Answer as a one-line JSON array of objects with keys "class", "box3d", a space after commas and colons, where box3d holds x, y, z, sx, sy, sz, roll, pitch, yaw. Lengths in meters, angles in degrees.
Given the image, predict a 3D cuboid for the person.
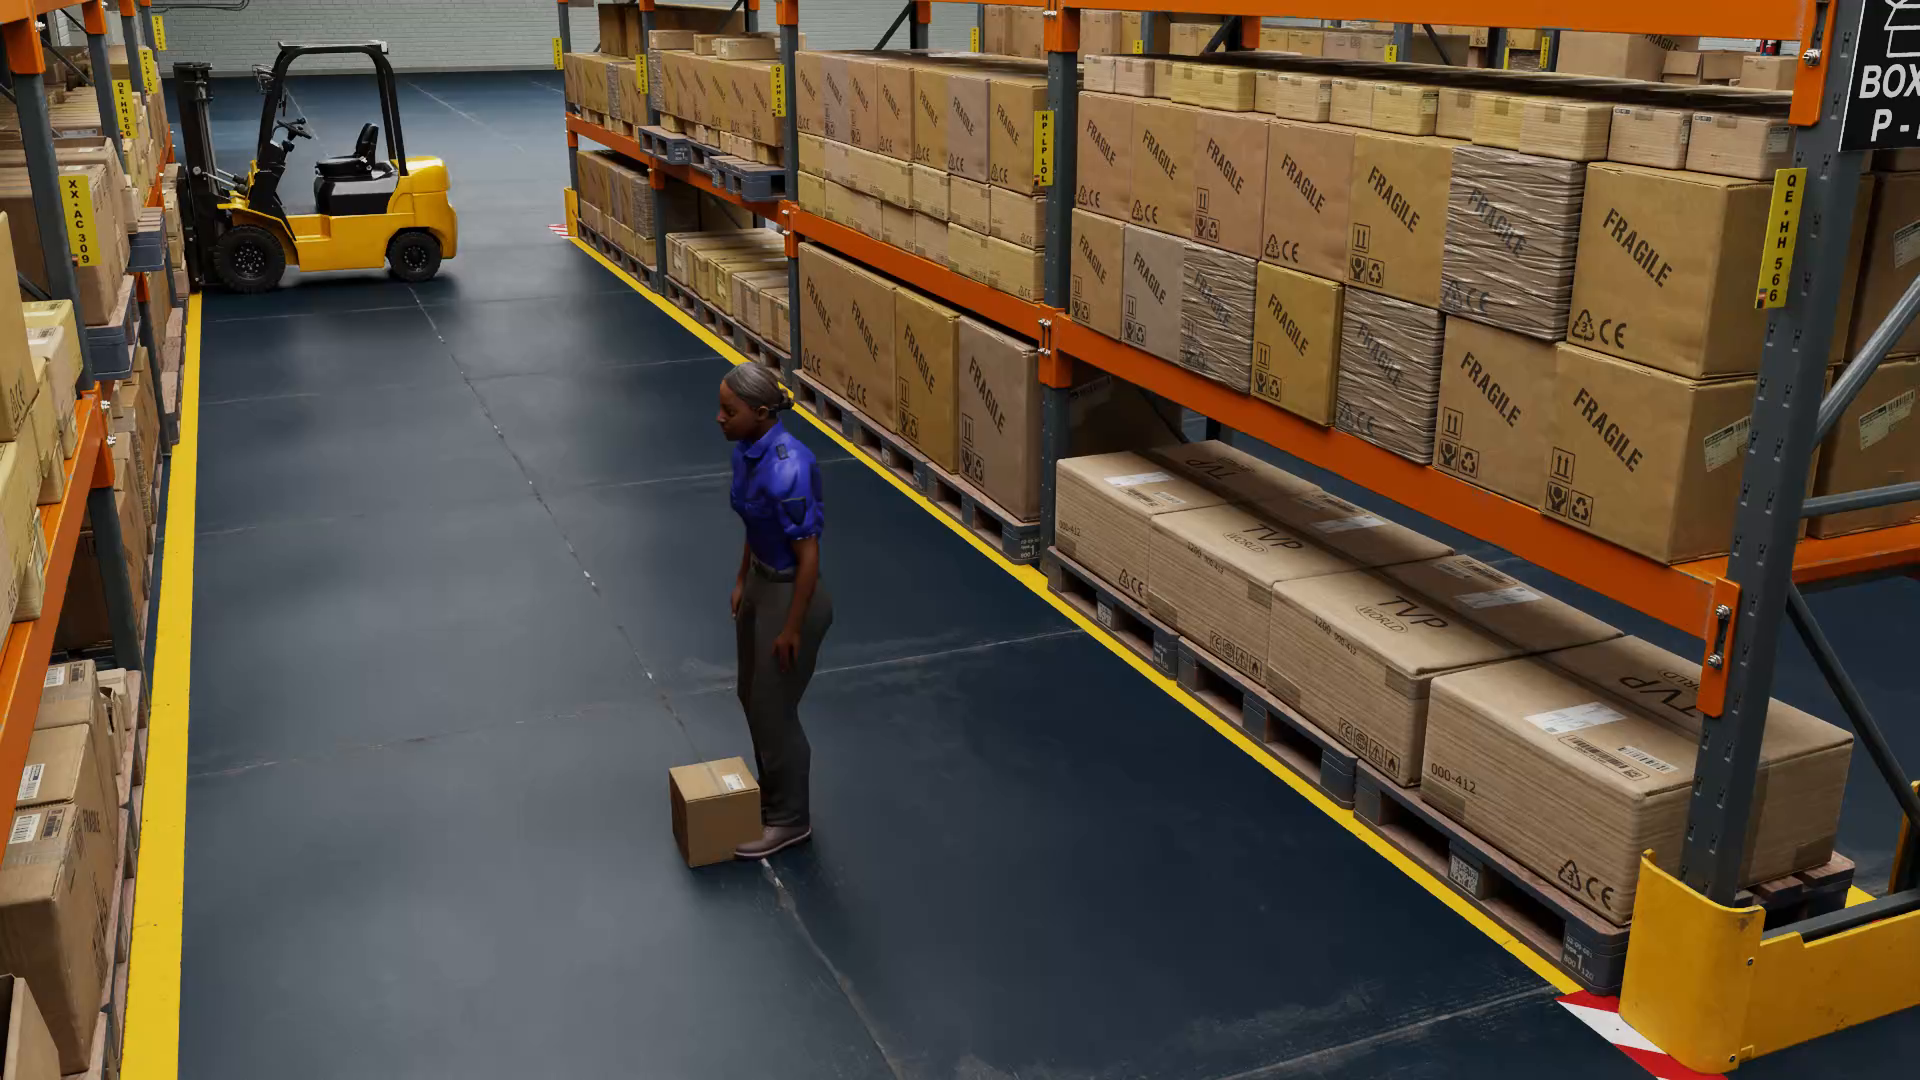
[{"class": "person", "box3d": [-0.633, 0.218, 5.436, 0.395, 1.656, 0.530, -9, 21, -24]}]
